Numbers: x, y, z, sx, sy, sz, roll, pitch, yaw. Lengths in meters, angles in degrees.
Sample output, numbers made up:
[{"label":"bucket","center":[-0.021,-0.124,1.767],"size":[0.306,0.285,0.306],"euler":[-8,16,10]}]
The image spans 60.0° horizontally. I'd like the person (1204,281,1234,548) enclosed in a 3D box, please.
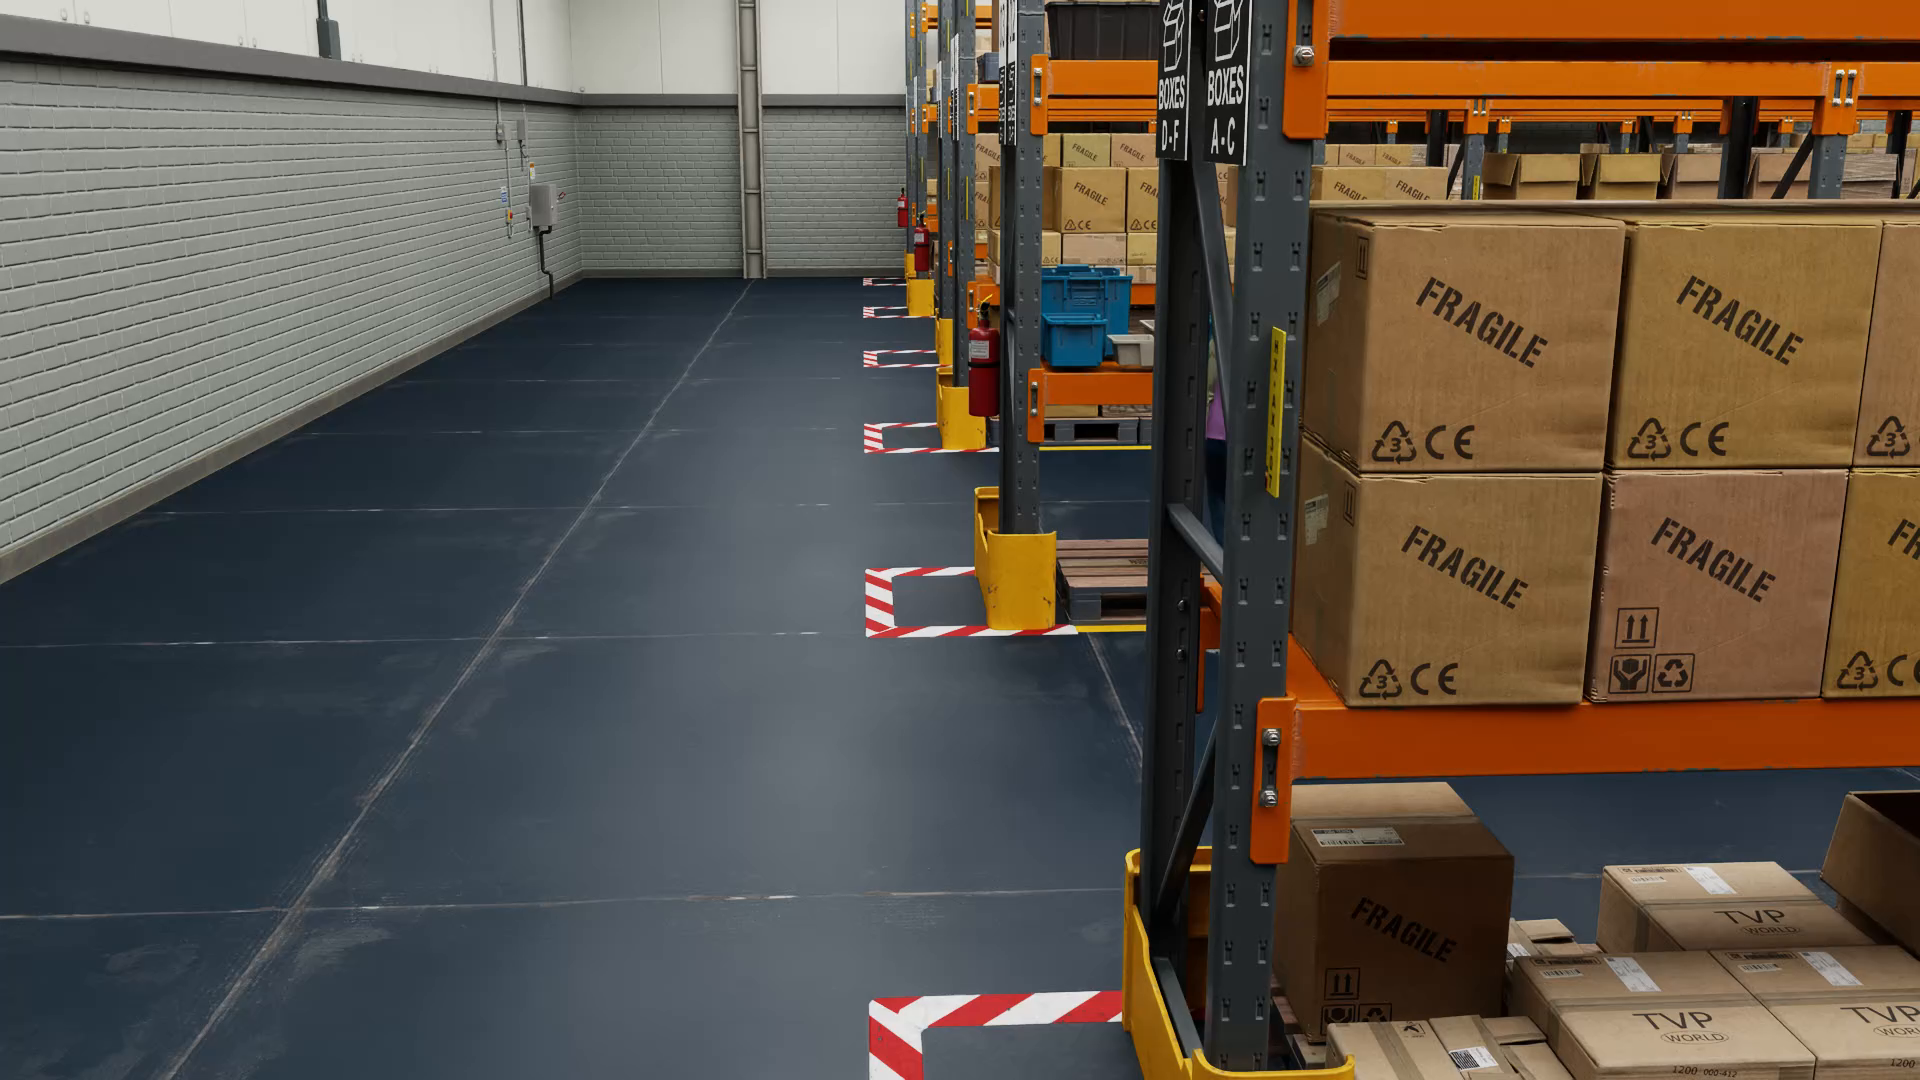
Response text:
[{"label":"person","center":[1.392,-0.547,8.460],"size":[0.444,1.572,0.487],"euler":[-2,14,-10]}]
